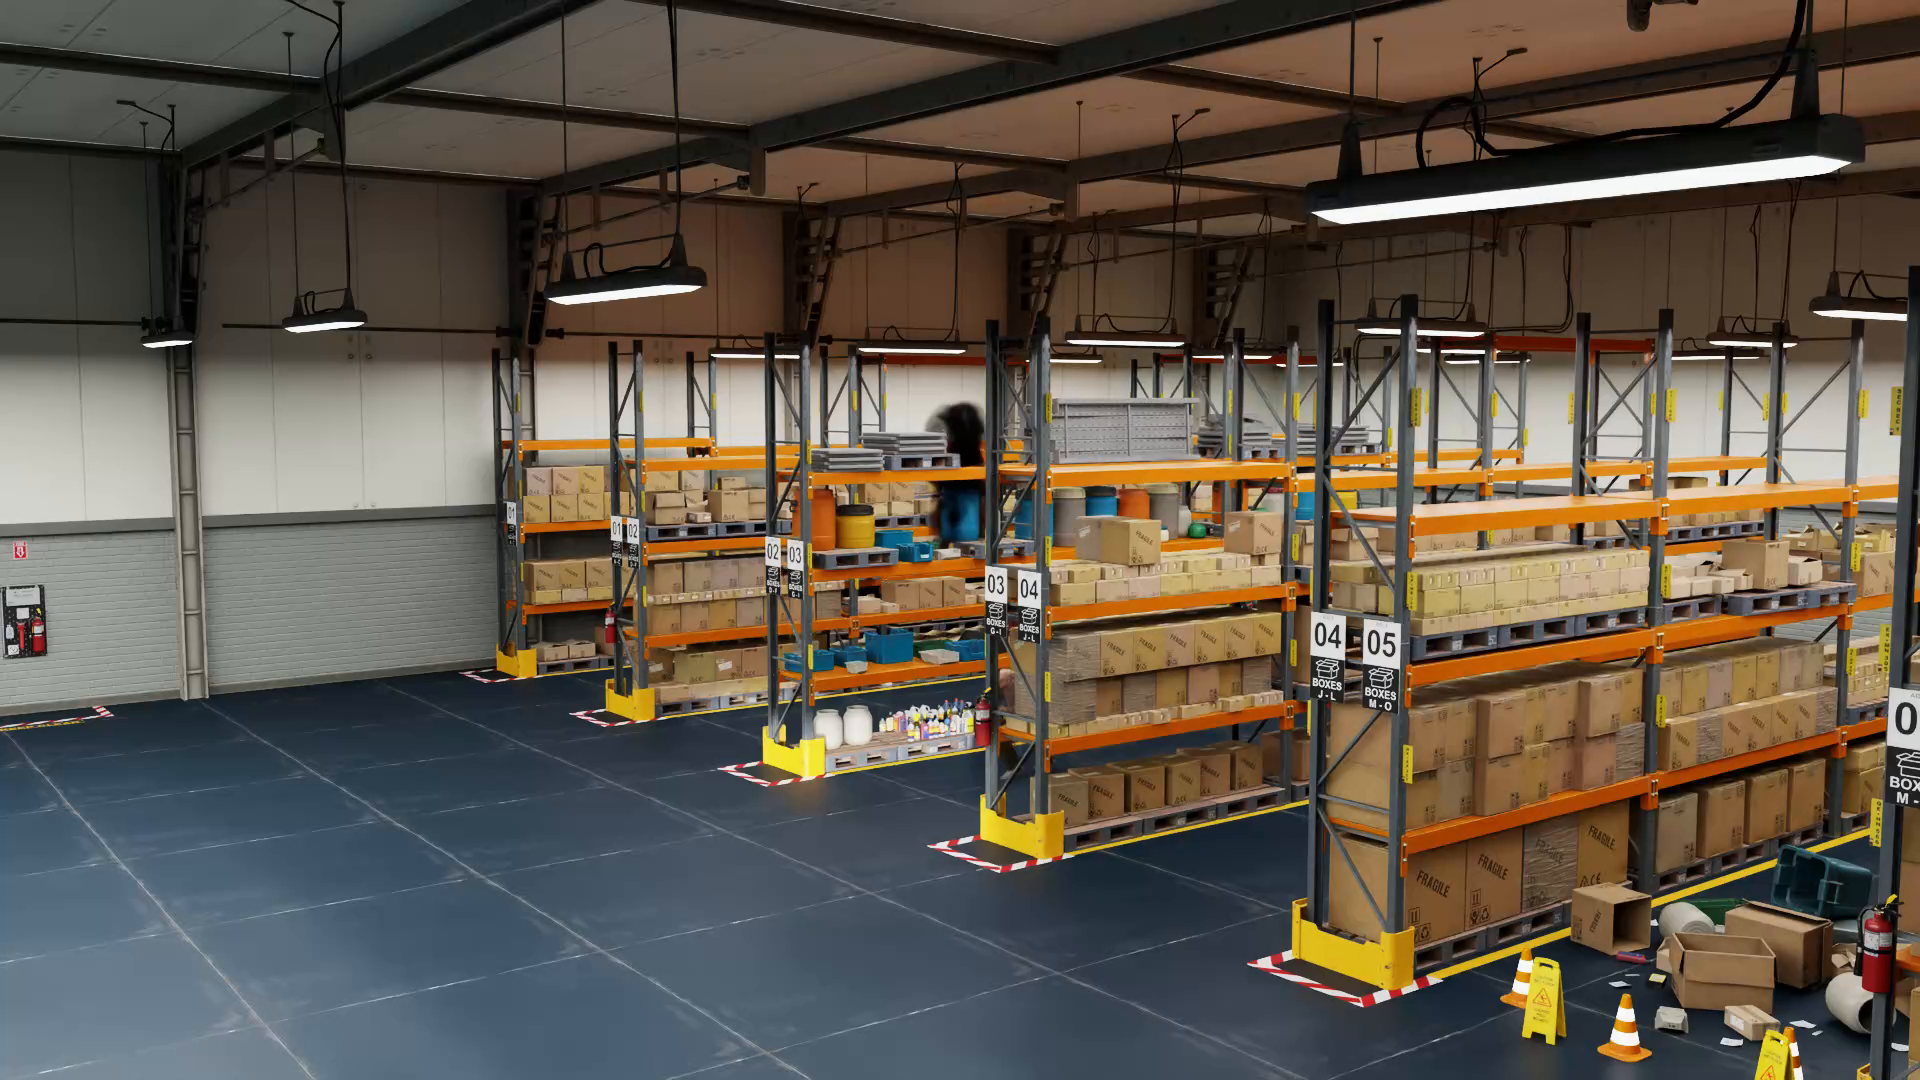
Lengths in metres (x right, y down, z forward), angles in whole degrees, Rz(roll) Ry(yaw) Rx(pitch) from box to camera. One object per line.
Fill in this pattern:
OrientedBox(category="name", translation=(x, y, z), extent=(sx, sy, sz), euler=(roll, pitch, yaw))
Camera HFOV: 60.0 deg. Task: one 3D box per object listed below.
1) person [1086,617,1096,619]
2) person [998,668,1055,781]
OrientedBox(category="person", translation=(2.295, 1.728, 29.455), extent=(0.663, 1.715, 0.702), euler=(4, 6, 35))
OrientedBox(category="person", translation=(0.867, 2.455, 22.303), extent=(1.227, 1.574, 0.700), euler=(-4, 6, -39))
